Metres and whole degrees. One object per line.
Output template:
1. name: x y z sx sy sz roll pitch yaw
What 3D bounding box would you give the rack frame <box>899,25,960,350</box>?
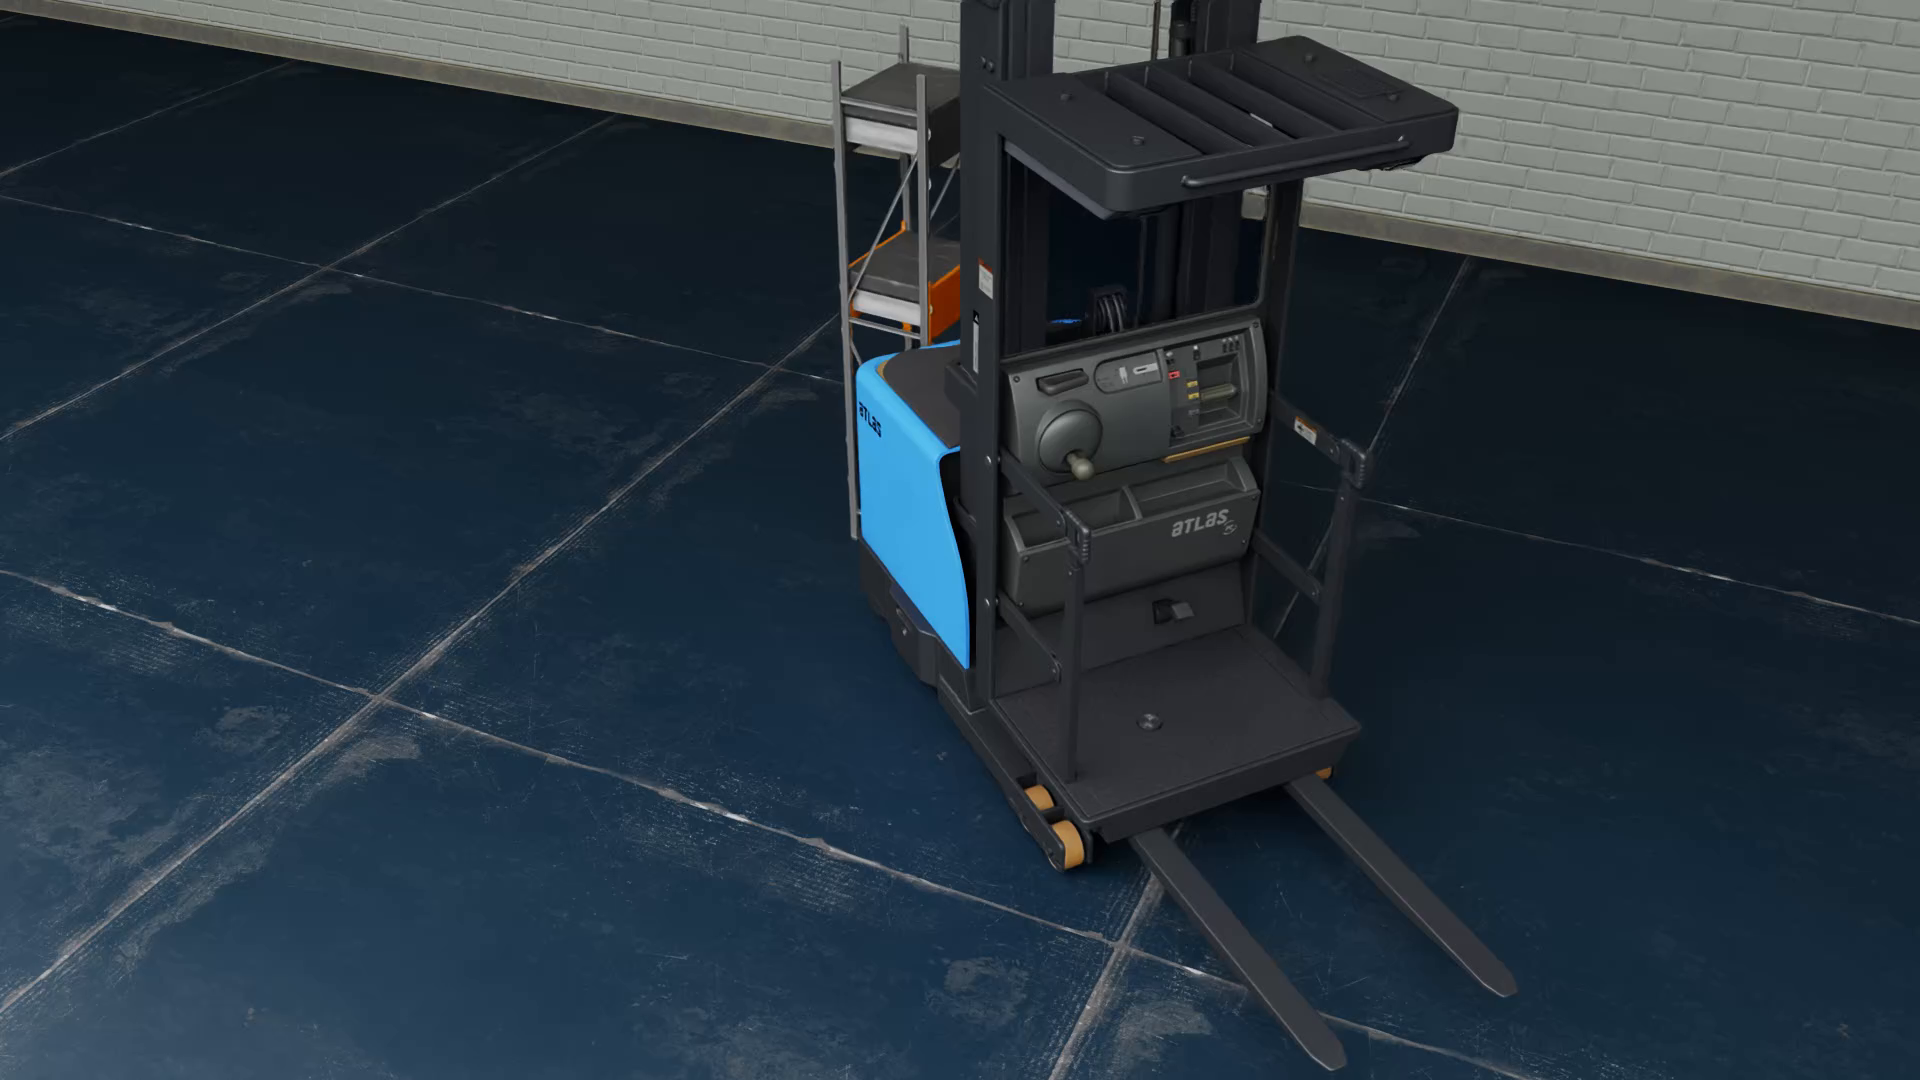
1. rack frame: -0.059 -1.071 6.969 0.400 2.100 0.015 17 37 24

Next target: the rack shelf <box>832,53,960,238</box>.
1. rack shelf: -0.178 -1.528 6.414 0.431 0.518 0.480 17 37 24

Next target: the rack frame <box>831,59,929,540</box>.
1. rack frame: -0.297 -0.838 6.613 0.400 2.100 0.015 17 37 24

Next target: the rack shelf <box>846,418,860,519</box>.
1. rack shelf: -0.178 -0.358 7.182 0.431 0.518 0.480 17 37 24

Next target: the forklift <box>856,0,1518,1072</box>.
1. forklift: 0.676 -0.397 5.182 1.130 2.935 3.031 -15 36 -21

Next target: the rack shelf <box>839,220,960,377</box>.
1. rack shelf: -0.178 -0.943 6.798 0.431 0.518 0.480 17 37 24

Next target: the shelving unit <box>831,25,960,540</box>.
1. shelving unit: -0.178 -0.954 6.791 0.431 2.100 0.503 17 37 24
